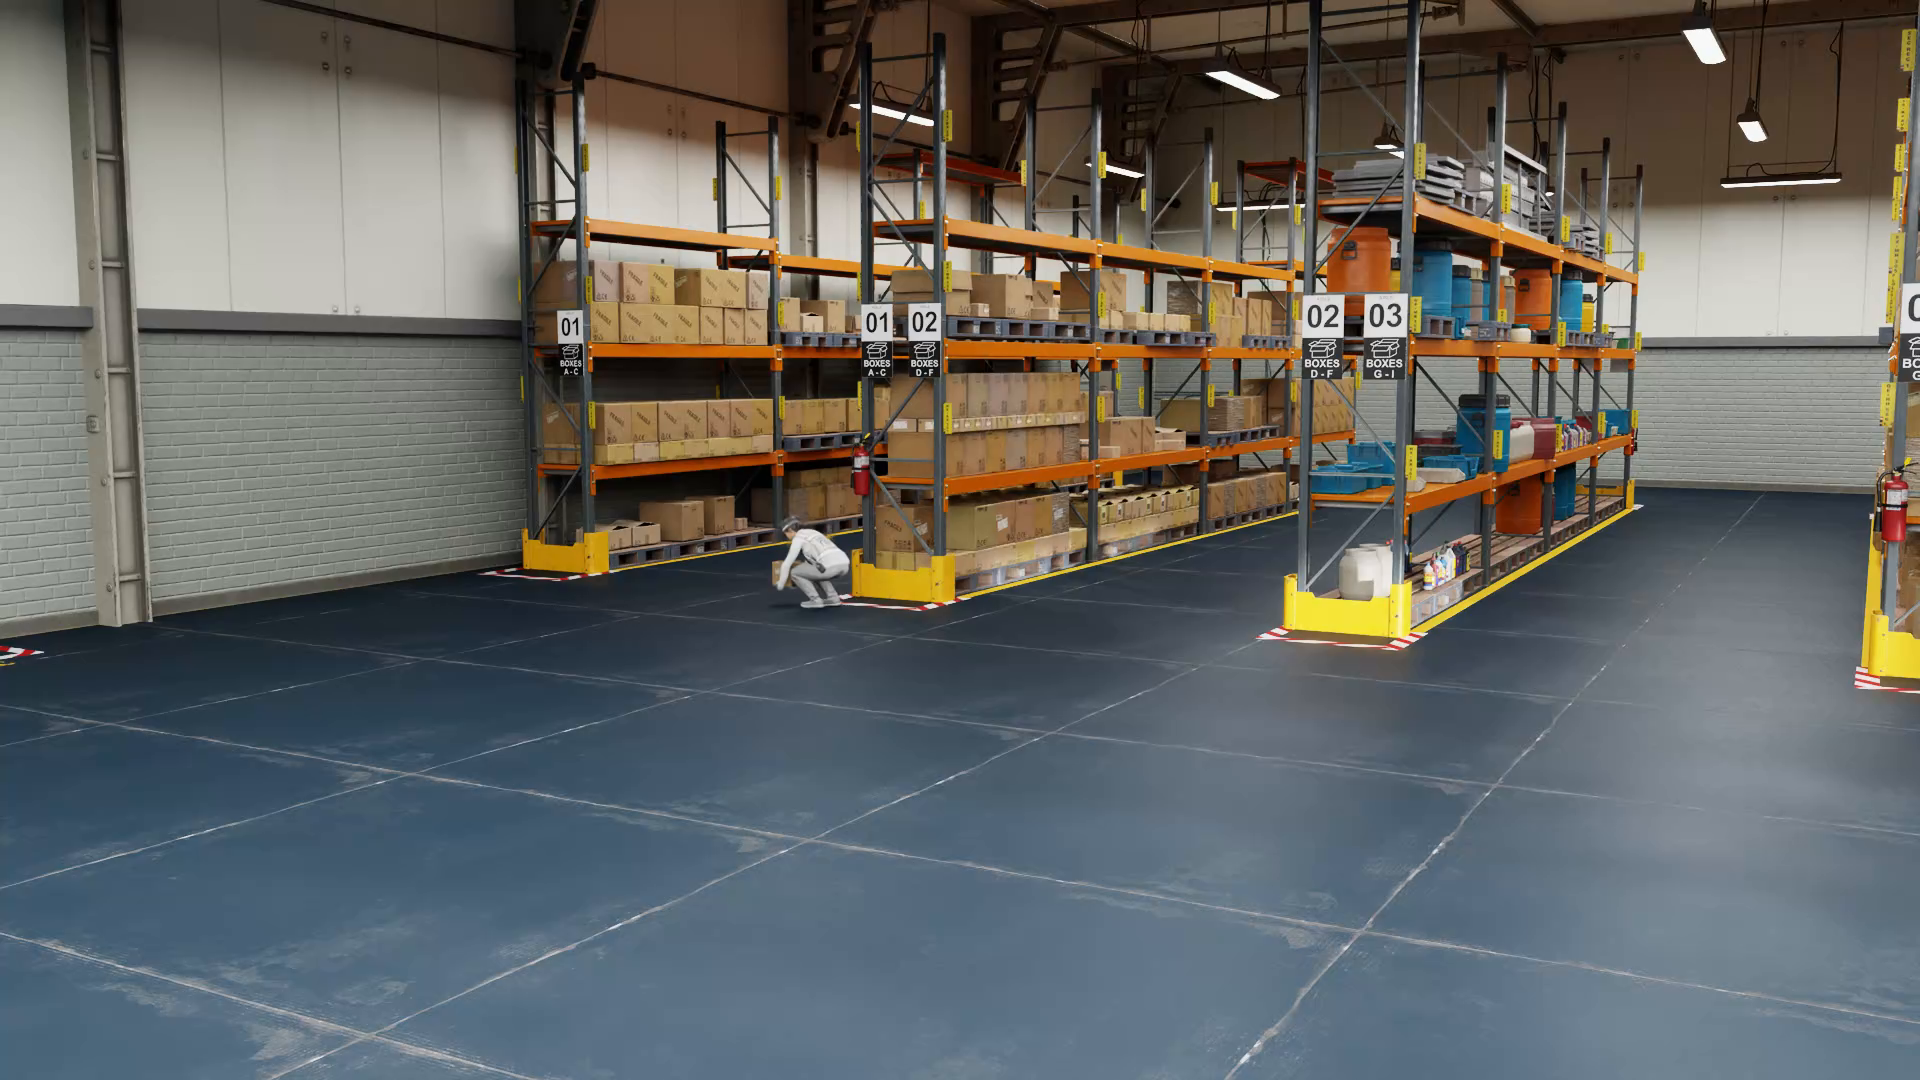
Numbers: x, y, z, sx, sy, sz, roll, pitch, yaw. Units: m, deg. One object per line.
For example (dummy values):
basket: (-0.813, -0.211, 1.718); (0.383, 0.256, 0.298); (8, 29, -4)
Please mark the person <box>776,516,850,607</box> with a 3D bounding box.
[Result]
person: (-1.577, 0.230, 17.583); (0.826, 0.961, 0.503); (4, 7, 36)
